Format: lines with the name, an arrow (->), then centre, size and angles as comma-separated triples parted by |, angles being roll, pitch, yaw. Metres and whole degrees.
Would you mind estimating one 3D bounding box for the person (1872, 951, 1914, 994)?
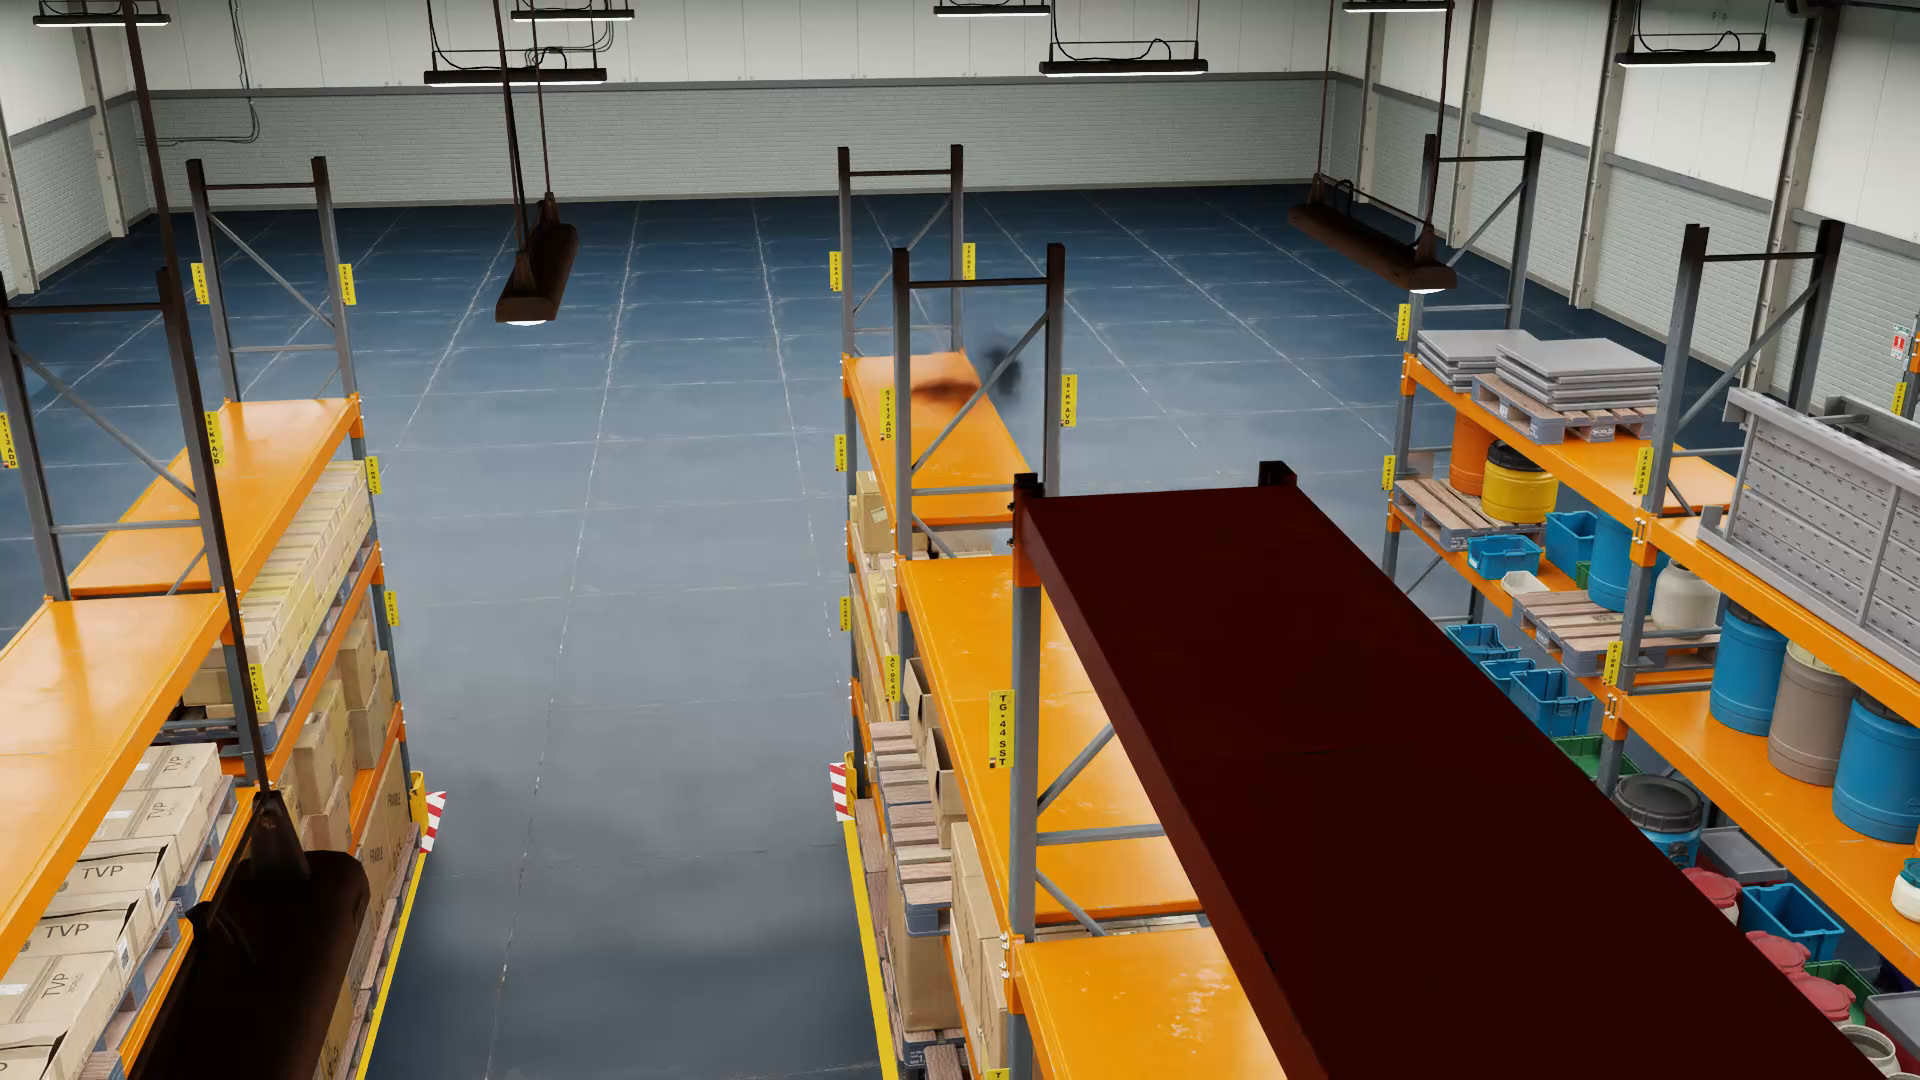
person -> 7.066, 2.744, 12.505 | 0.578, 1.671, 0.680 | -10, 24, -24
